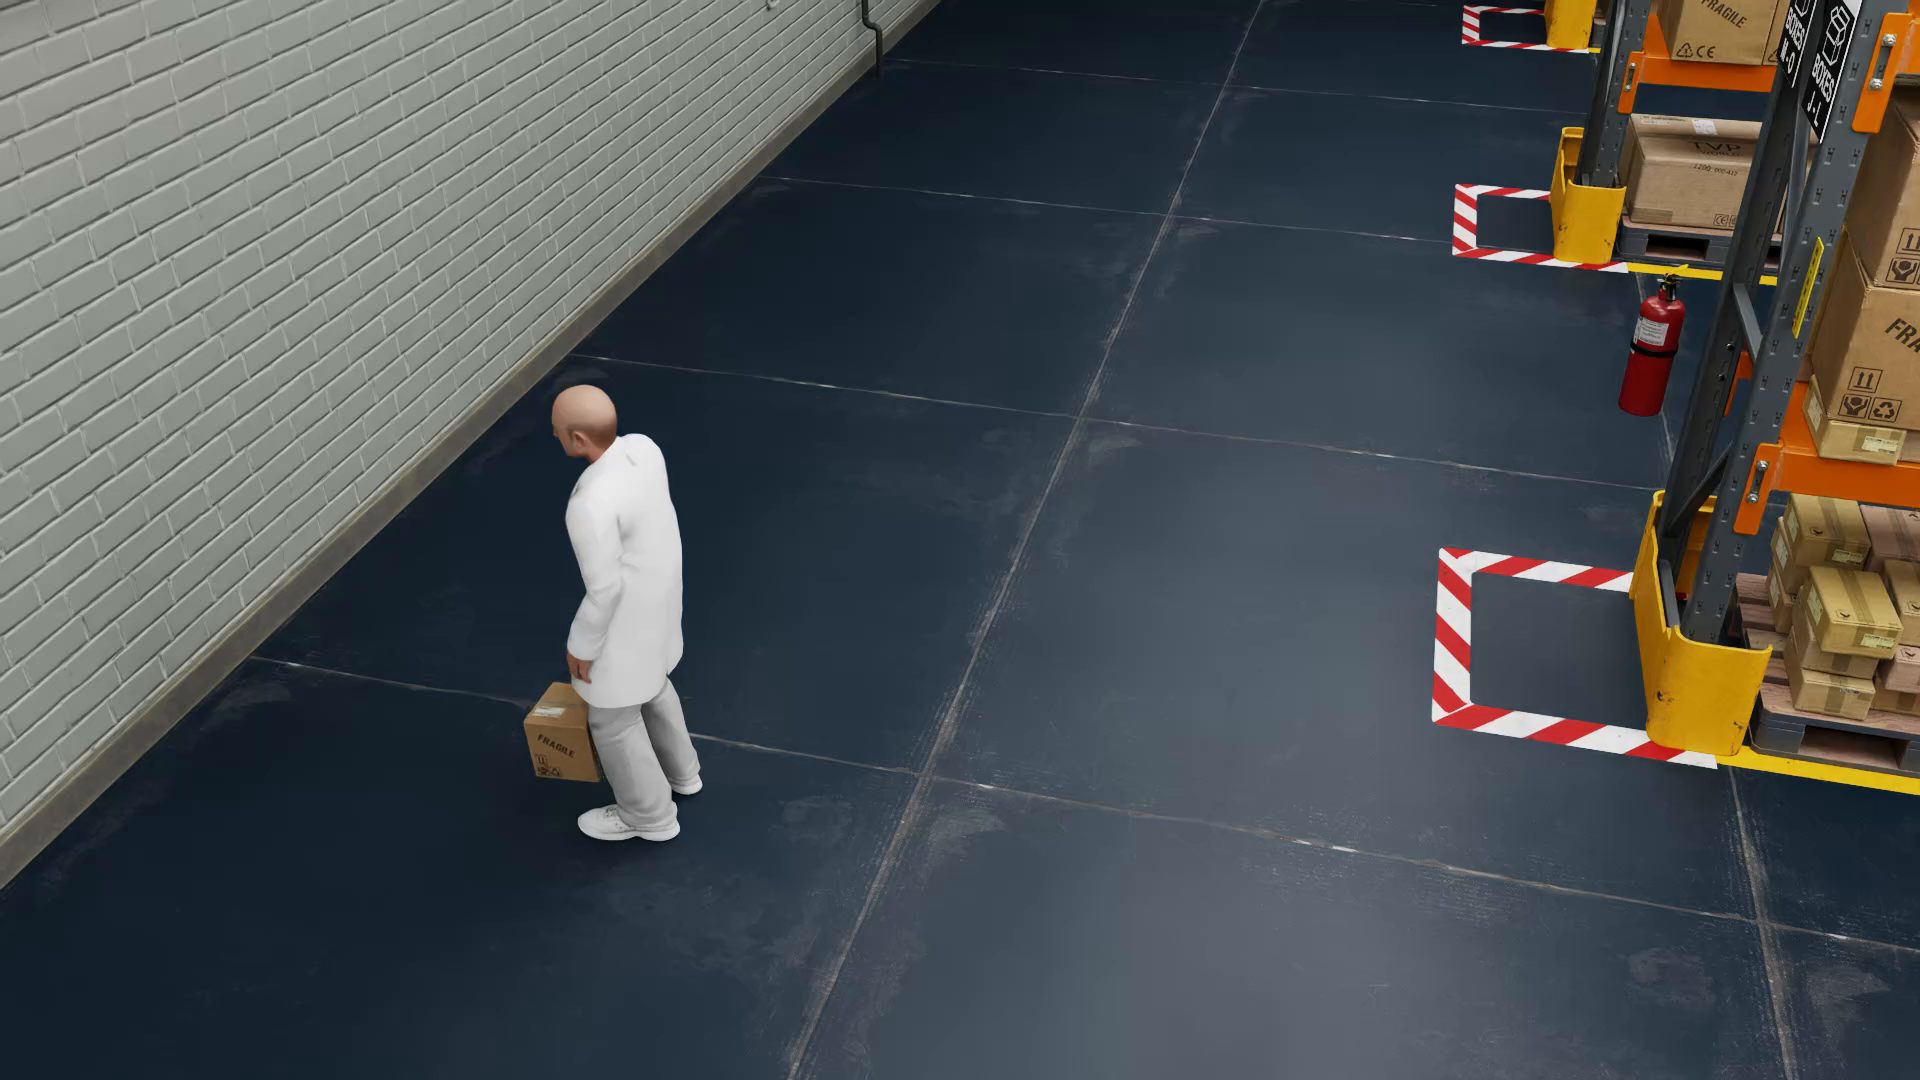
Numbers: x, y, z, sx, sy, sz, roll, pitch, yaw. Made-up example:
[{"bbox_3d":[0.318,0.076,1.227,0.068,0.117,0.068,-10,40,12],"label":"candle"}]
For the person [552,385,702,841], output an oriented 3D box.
[{"bbox_3d":[-1.163,0.263,5.735,0.425,1.776,0.601,7,33,11],"label":"person"}]
